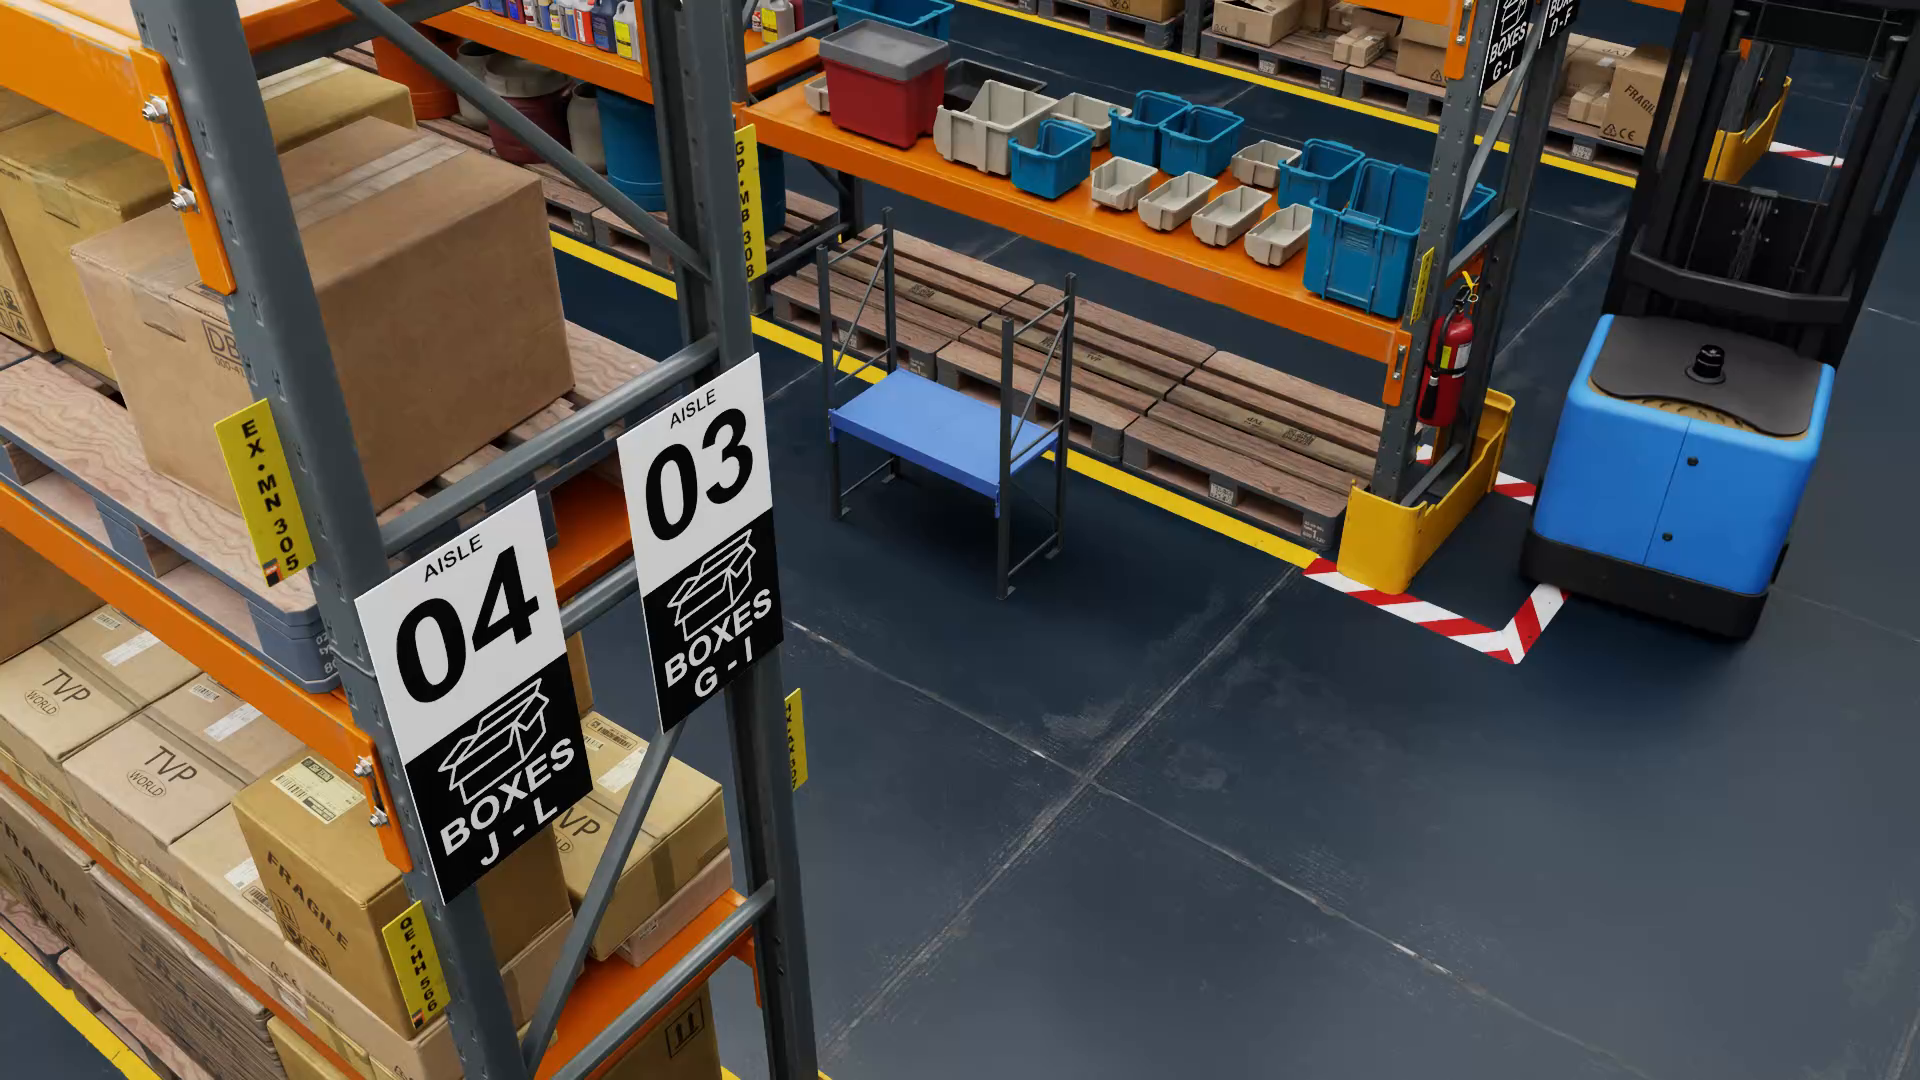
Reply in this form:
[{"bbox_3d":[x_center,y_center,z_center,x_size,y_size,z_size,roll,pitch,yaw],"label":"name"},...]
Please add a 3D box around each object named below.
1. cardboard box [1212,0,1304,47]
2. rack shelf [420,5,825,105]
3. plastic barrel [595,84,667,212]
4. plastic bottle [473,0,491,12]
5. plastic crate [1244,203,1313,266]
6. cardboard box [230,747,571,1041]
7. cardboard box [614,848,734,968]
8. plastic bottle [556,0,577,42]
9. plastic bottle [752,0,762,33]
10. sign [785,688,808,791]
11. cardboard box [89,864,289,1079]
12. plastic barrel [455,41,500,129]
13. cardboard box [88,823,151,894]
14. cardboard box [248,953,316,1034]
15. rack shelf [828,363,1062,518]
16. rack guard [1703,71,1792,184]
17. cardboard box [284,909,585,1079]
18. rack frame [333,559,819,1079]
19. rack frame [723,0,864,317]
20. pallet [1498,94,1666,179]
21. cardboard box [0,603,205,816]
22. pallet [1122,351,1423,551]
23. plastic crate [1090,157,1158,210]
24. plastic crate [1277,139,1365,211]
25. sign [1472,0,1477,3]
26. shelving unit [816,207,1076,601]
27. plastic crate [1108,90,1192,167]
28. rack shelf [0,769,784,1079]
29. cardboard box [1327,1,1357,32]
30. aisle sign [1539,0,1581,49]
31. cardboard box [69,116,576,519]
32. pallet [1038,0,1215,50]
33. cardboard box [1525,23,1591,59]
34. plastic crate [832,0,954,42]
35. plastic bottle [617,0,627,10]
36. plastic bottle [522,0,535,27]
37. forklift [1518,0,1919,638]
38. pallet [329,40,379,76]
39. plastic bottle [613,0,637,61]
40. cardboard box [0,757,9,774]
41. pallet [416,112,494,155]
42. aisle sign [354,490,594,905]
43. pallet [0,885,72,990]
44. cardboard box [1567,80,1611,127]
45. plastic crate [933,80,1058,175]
[{"bbox_3d":[2.272,-4.034,12.654,0.500,0.311,0.500,25,45,29],"label":"cardboard box"},{"bbox_3d":[-2.531,-3.224,10.379,4.000,0.370,1.077,25,45,29],"label":"rack shelf"},{"bbox_3d":[-1.926,-2.575,10.328,0.708,0.901,0.600,25,45,29],"label":"plastic barrel"},{"bbox_3d":[-2.871,-3.368,10.080,0.135,0.276,0.152,25,45,29],"label":"plastic bottle"},{"bbox_3d":[1.477,-1.397,7.627,0.243,0.136,0.396,25,45,29],"label":"plastic crate"},{"bbox_3d":[-1.321,0.758,3.982,0.500,0.500,0.500,26,45,29],"label":"cardboard box"},{"bbox_3d":[-0.856,0.969,4.643,0.250,0.149,0.380,26,45,29],"label":"cardboard box"},{"bbox_3d":[-2.249,-3.075,9.706,0.135,0.276,0.152,25,45,29],"label":"plastic bottle"},{"bbox_3d":[-1.183,-3.111,9.812,0.097,0.201,0.097,0,38,0],"label":"plastic bottle"},{"bbox_3d":[-0.432,0.523,4.242,0.005,0.325,0.100,25,45,29],"label":"sign"},{"bbox_3d":[-2.054,1.295,5.406,0.875,0.875,0.875,25,45,29],"label":"cardboard box"},{"bbox_3d":[-3.218,-3.100,11.314,0.421,0.512,0.421,0,38,0],"label":"plastic barrel"},{"bbox_3d":[-2.275,0.813,4.843,0.250,0.149,0.380,25,45,29],"label":"cardboard box"},{"bbox_3d":[-1.664,1.100,4.476,0.250,0.149,0.380,25,45,29],"label":"cardboard box"},{"bbox_3d":[-0.068,-0.481,7.800,1.000,0.185,0.538,25,45,29],"label":"rack shelf"},{"bbox_3d":[5.187,-2.729,11.190,0.348,0.500,1.175,25,45,29],"label":"rack guard"},{"bbox_3d":[-1.320,1.055,4.210,0.500,0.250,0.500,25,44,28],"label":"cardboard box"},{"bbox_3d":[-0.774,1.165,4.189,0.127,3.000,1.000,25,45,29],"label":"rack frame"},{"bbox_3d":[-0.942,-2.758,9.201,0.127,3.000,1.000,25,45,29],"label":"rack frame"},{"bbox_3d":[4.553,-2.913,11.660,1.213,0.211,1.003,25,45,29],"label":"pallet"},{"bbox_3d":[-2.543,0.482,4.943,0.500,0.250,0.500,25,45,29],"label":"cardboard box"},{"bbox_3d":[1.603,-0.490,8.566,1.213,0.211,1.003,25,45,29],"label":"pallet"},{"bbox_3d":[0.773,-1.707,8.022,0.250,0.136,0.298,25,45,29],"label":"plastic crate"},{"bbox_3d":[1.716,-1.718,7.959,0.300,0.233,0.416,25,45,29],"label":"plastic crate"},{"bbox_3d":[1.914,-2.125,6.043,0.005,0.325,0.100,25,45,29],"label":"sign"},{"bbox_3d":[-0.068,-0.622,7.689,1.048,1.500,0.538,25,45,29],"label":"shelving unit"},{"bbox_3d":[0.955,-2.077,8.418,0.300,0.233,0.416,25,45,29],"label":"plastic crate"},{"bbox_3d":[-2.363,0.699,5.368,4.000,0.370,1.077,25,45,29],"label":"rack shelf"},{"bbox_3d":[3.029,-4.048,12.803,0.250,0.149,0.380,25,45,29],"label":"cardboard box"},{"bbox_3d":[2.473,-2.402,6.637,0.004,0.787,0.394,25,45,29],"label":"aisle sign"},{"bbox_3d":[-1.220,-0.429,3.289,0.500,0.500,0.700,23,43,26],"label":"cardboard box"},{"bbox_3d":[1.401,-4.370,13.522,1.213,0.211,1.003,25,45,29],"label":"pallet"},{"bbox_3d":[4.193,-3.492,12.011,0.500,0.250,0.500,25,45,29],"label":"cardboard box"},{"bbox_3d":[-0.364,-2.768,9.177,0.575,0.384,0.392,25,45,29],"label":"plastic crate"},{"bbox_3d":[-1.930,-3.063,9.629,0.185,0.351,0.144,25,45,29],"label":"plastic bottle"},{"bbox_3d":[-2.542,-3.162,9.878,0.097,0.201,0.097,0,38,0],"label":"plastic bottle"},{"bbox_3d":[3.764,-1.613,7.794,1.130,2.935,3.031,18,42,22],"label":"forklift"},{"bbox_3d":[-4.711,-3.468,12.368,1.213,0.211,1.003,25,45,29],"label":"pallet"},{"bbox_3d":[-1.871,-2.923,9.451,0.185,0.351,0.144,25,45,29],"label":"plastic bottle"},{"bbox_3d":[-2.889,0.525,5.211,0.250,0.149,0.380,26,45,29],"label":"cardboard box"},{"bbox_3d":[-3.468,-2.884,11.623,1.213,0.211,1.003,25,45,29],"label":"pallet"},{"bbox_3d":[-0.899,0.315,3.166,0.004,0.787,0.394,25,45,29],"label":"aisle sign"},{"bbox_3d":[-3.395,1.088,6.550,1.213,0.211,1.003,25,45,29],"label":"pallet"},{"bbox_3d":[4.399,-3.021,11.477,0.250,0.166,0.380,25,45,29],"label":"cardboard box"},{"bbox_3d":[0.159,-2.073,8.373,0.530,0.282,0.437,25,45,29],"label":"plastic crate"}]
